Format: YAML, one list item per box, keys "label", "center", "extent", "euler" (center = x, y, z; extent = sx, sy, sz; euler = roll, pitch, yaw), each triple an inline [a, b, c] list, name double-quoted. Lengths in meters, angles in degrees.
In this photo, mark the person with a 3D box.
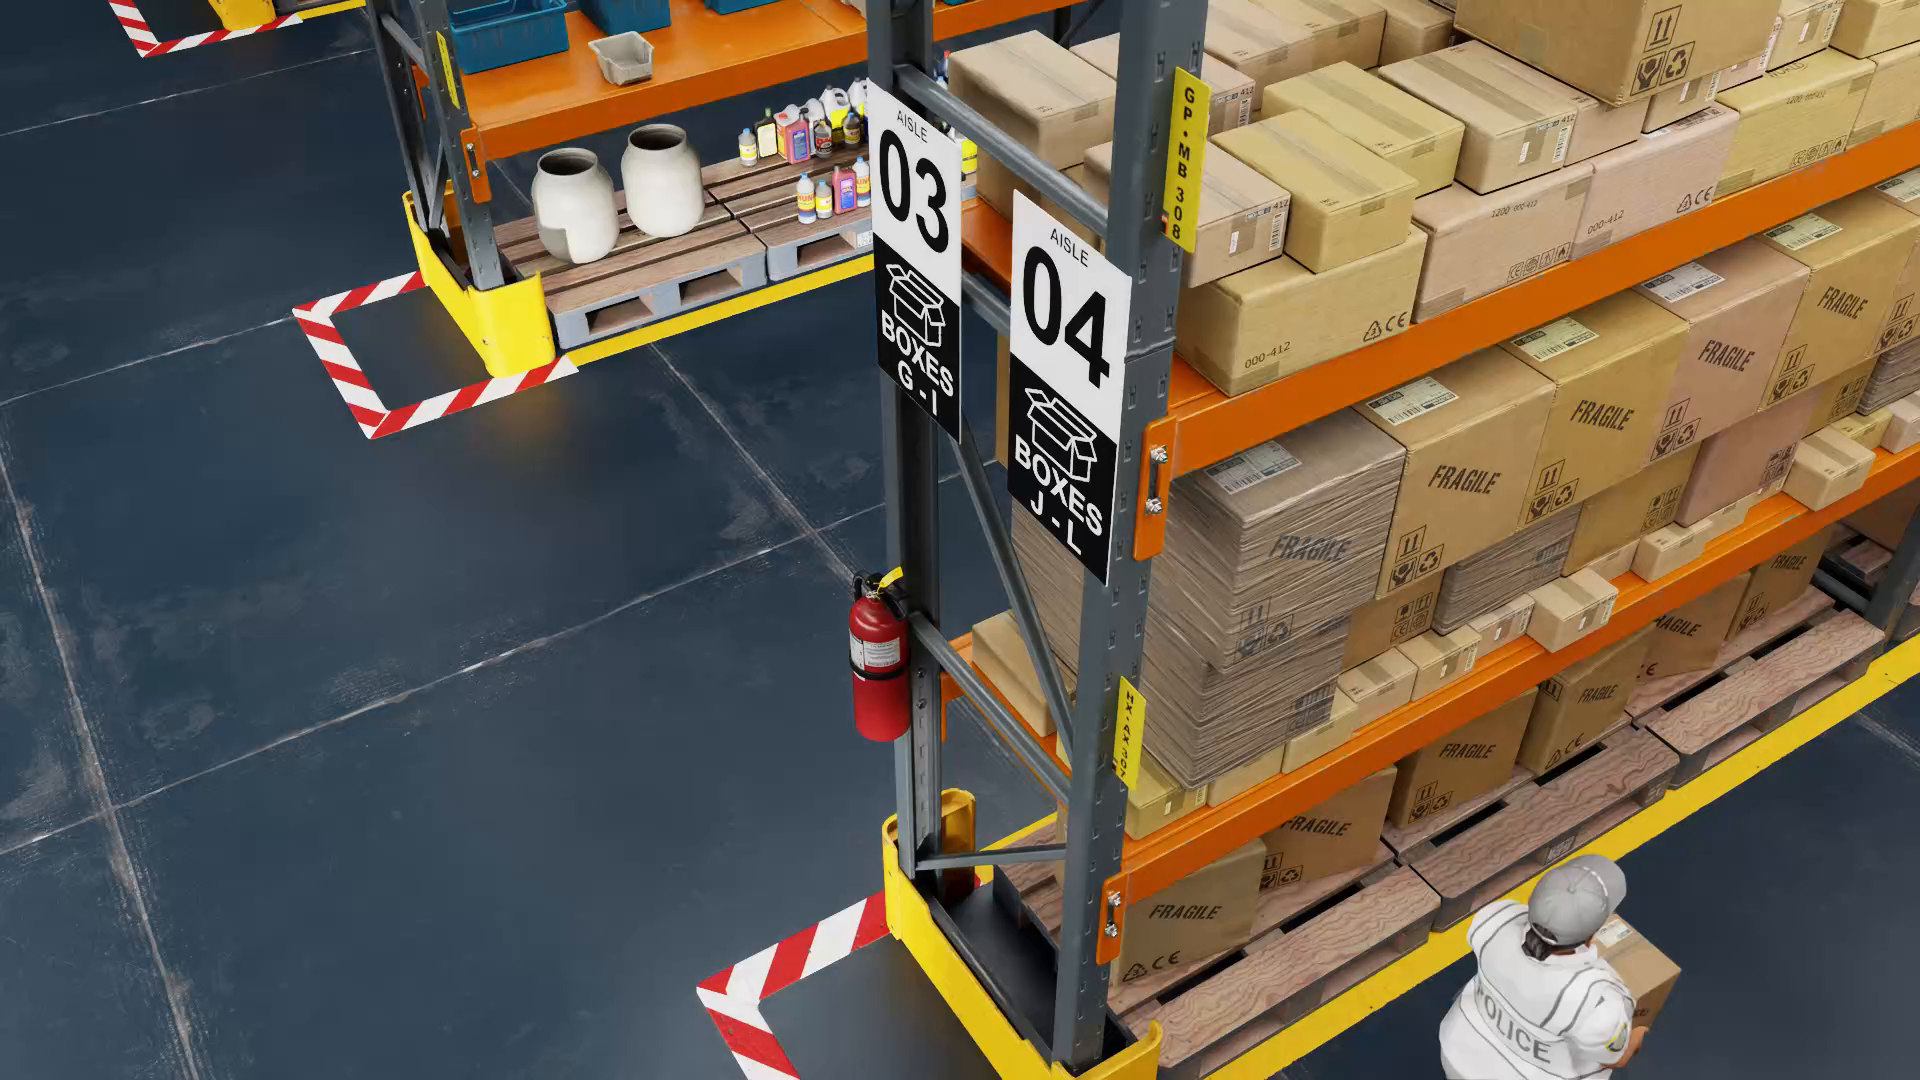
- label: "person"
  center: [1.580, 1.400, 4.555]
  extent: [0.534, 1.658, 0.456]
  euler: [-24, 46, -25]
